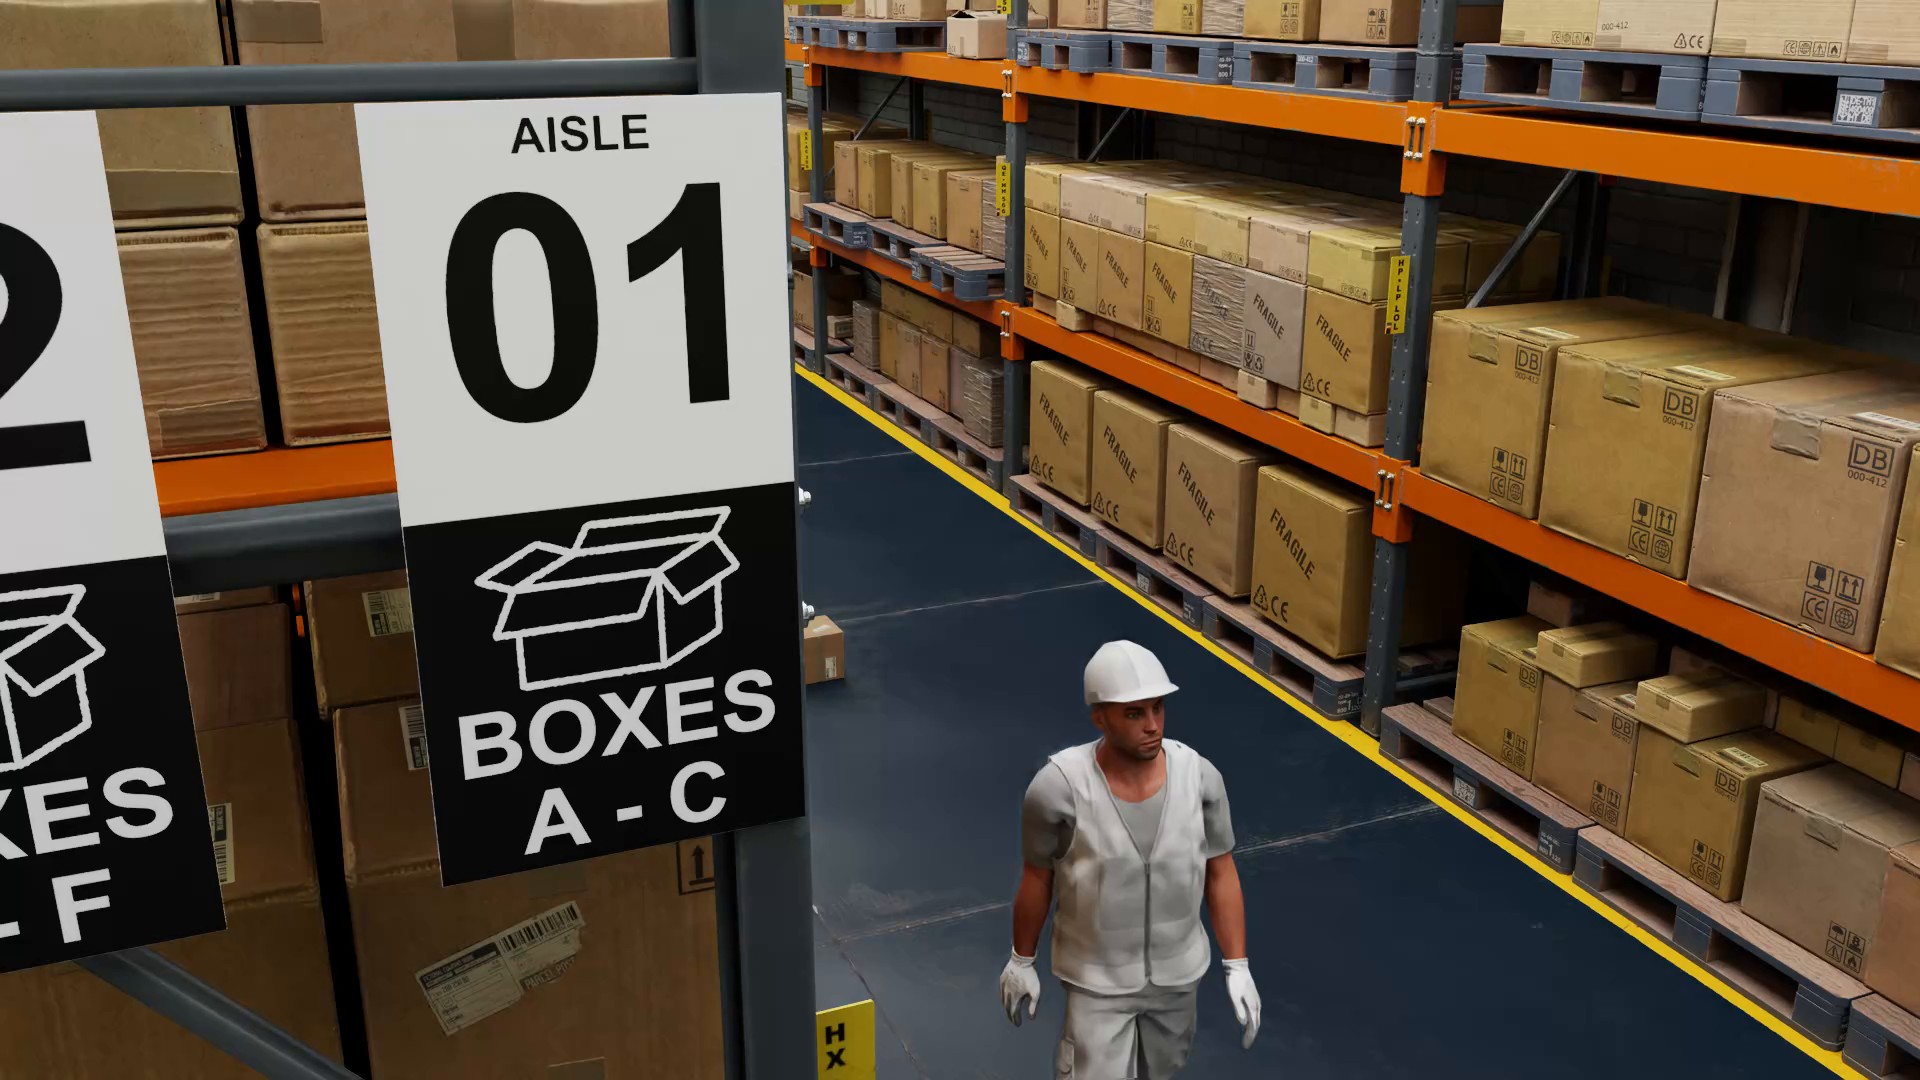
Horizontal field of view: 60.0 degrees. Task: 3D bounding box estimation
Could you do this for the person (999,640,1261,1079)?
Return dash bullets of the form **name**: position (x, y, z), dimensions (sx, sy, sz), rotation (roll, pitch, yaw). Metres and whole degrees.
- **person**: position (0.447, 1.144, 4.143), dimensions (0.594, 1.809, 0.773), rotation (-5, 19, -14)
